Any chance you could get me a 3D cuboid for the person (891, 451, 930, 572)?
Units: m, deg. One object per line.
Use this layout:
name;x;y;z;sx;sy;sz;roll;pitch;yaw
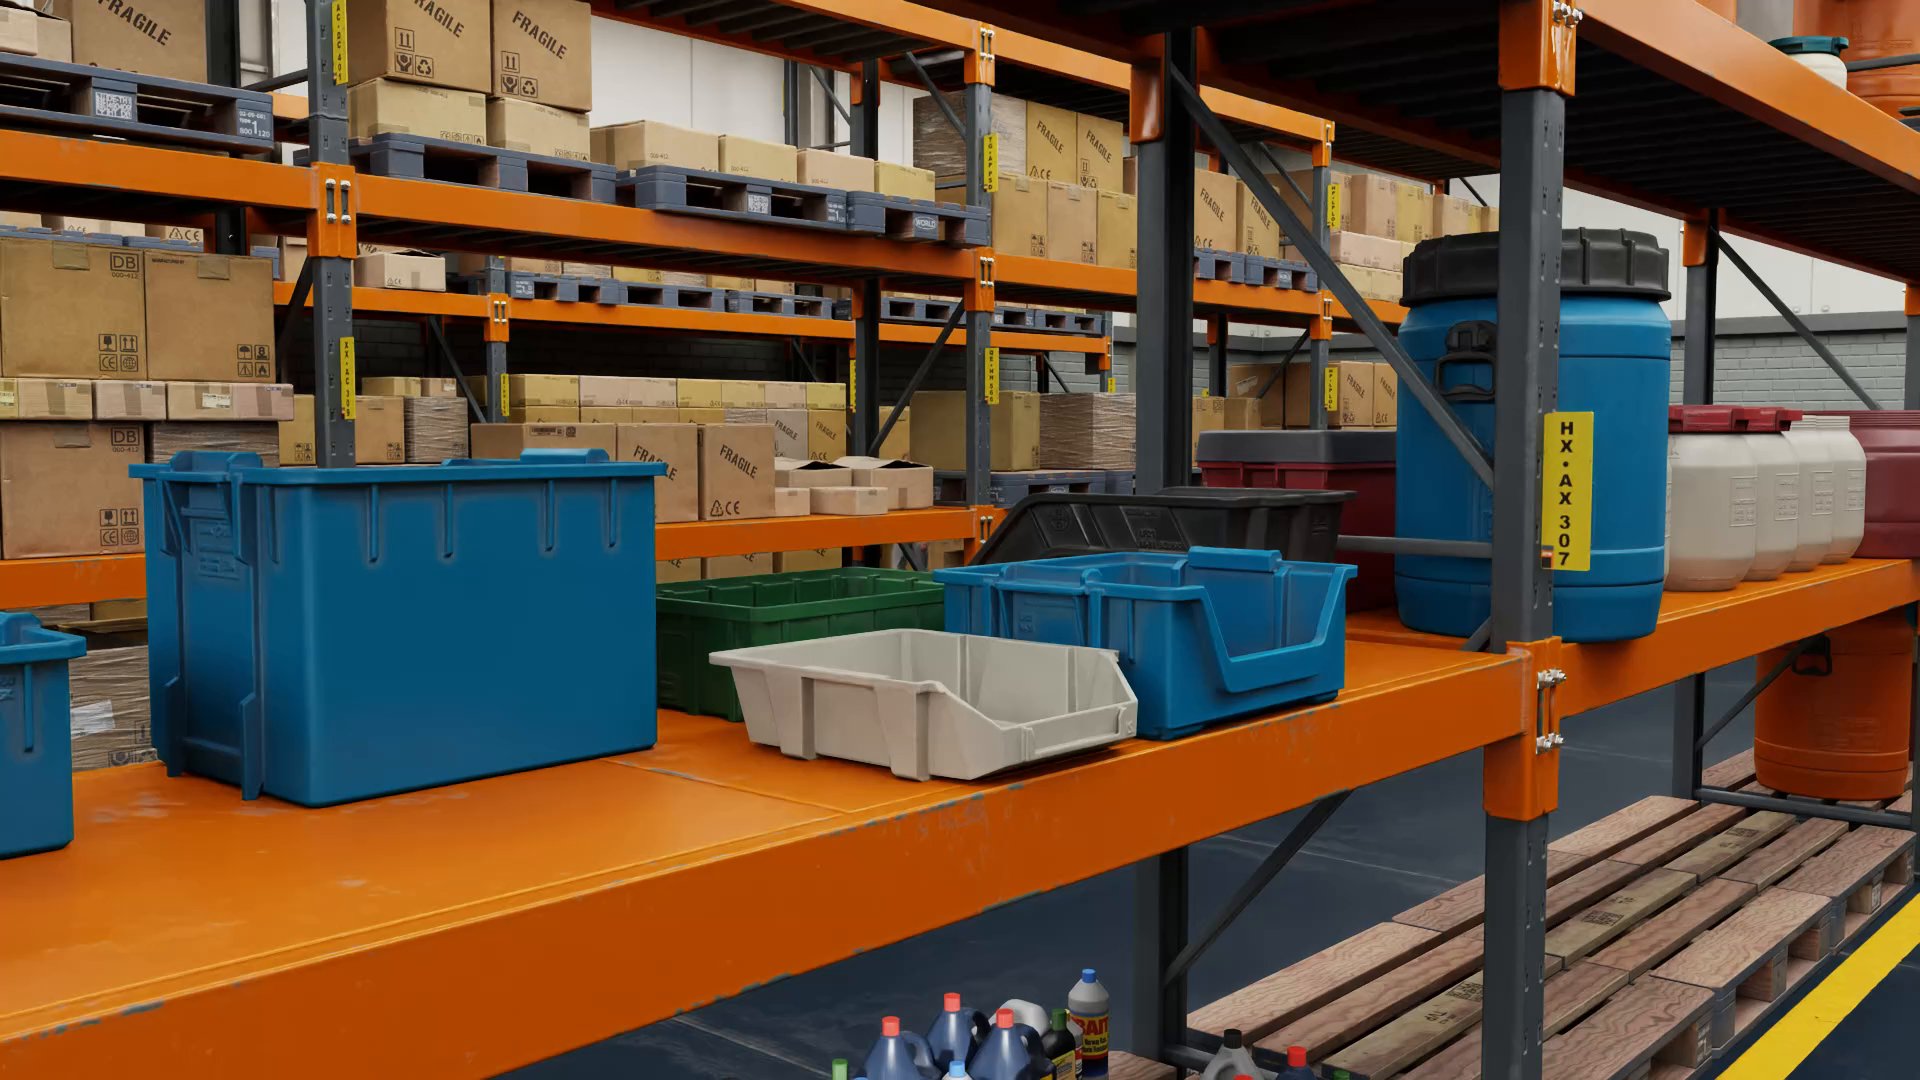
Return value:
person;-0.457;-0.015;15.069;0.423;1.608;0.503;3;5;43
